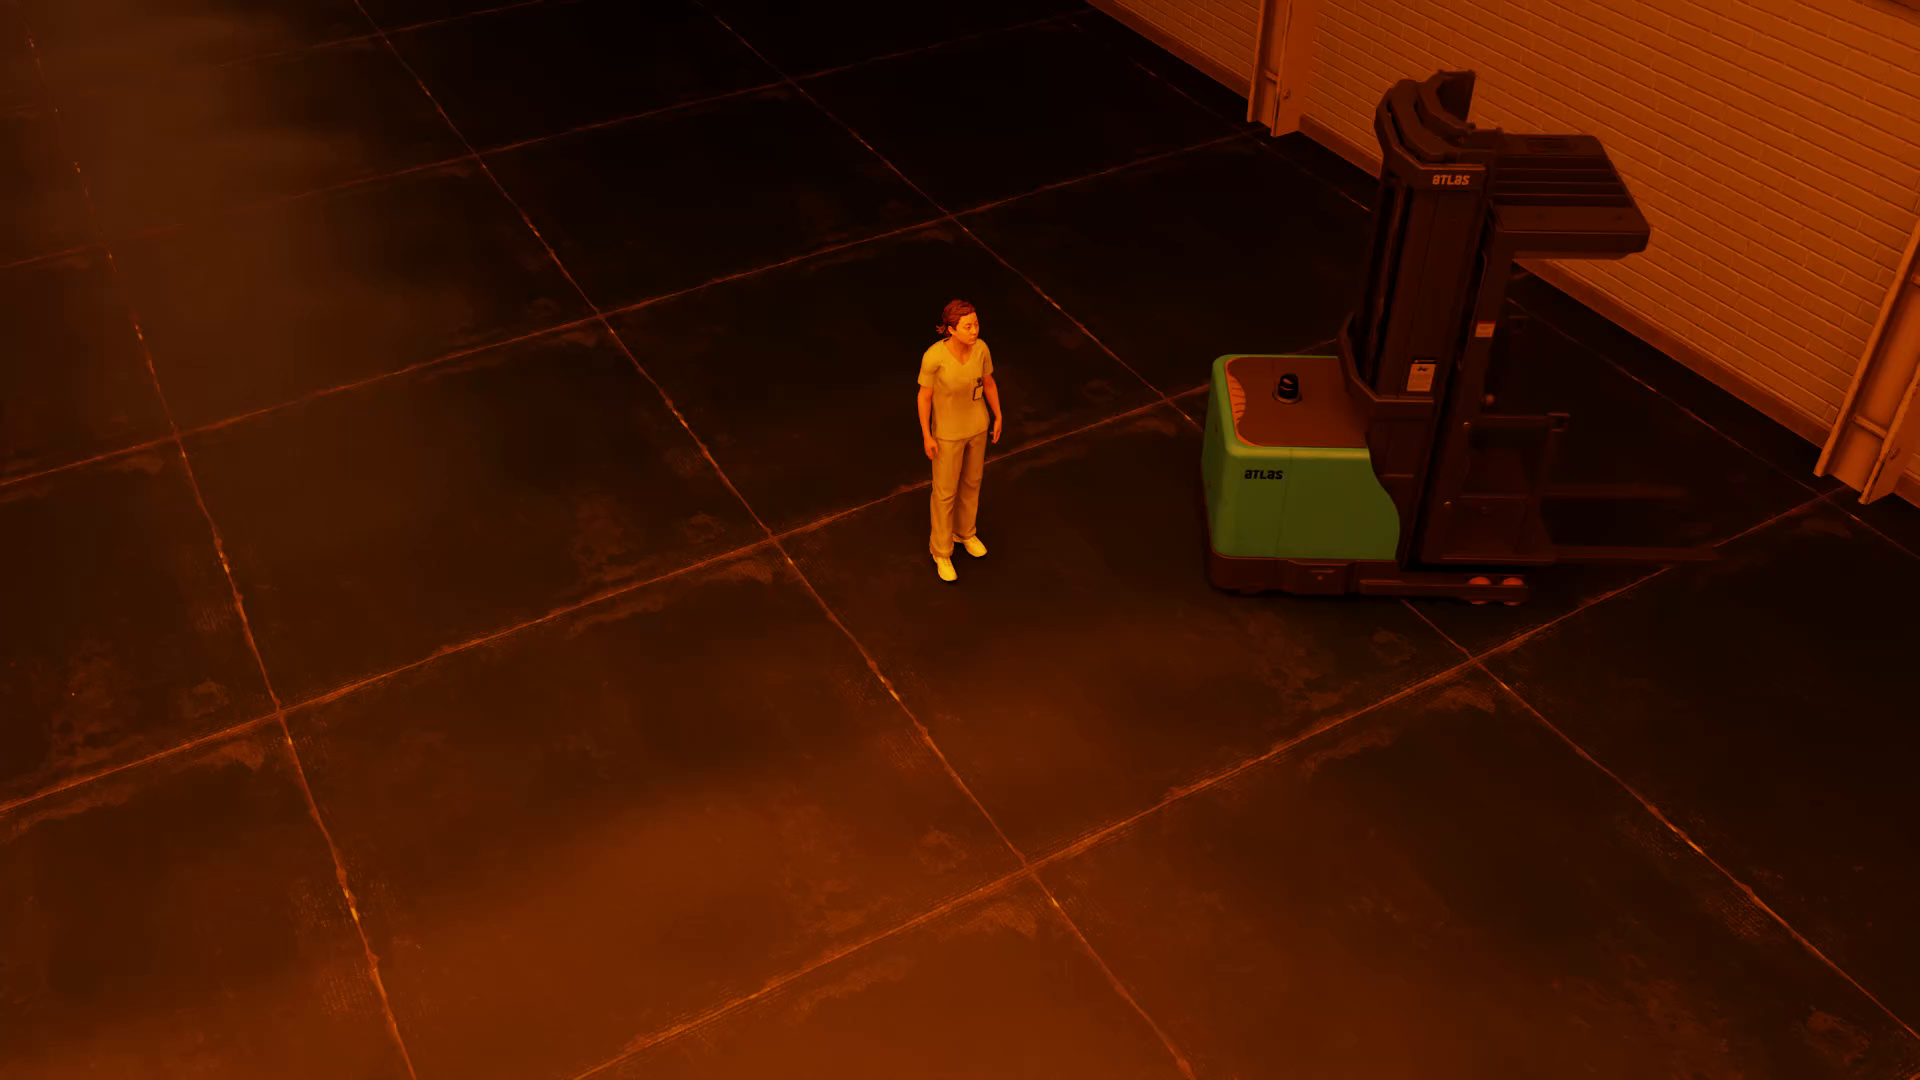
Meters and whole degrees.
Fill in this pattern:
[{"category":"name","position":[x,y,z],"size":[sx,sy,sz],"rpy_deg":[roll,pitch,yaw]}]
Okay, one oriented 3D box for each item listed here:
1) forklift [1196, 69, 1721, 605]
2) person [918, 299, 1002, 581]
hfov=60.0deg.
[{"category":"forklift","position":[3.005,-1.090,9.350],"size":[3.031,2.935,1.130],"rpy_deg":[1,40,1]},{"category":"person","position":[0.025,-0.605,9.738],"size":[0.549,1.674,0.548],"rpy_deg":[-20,44,-23]}]
